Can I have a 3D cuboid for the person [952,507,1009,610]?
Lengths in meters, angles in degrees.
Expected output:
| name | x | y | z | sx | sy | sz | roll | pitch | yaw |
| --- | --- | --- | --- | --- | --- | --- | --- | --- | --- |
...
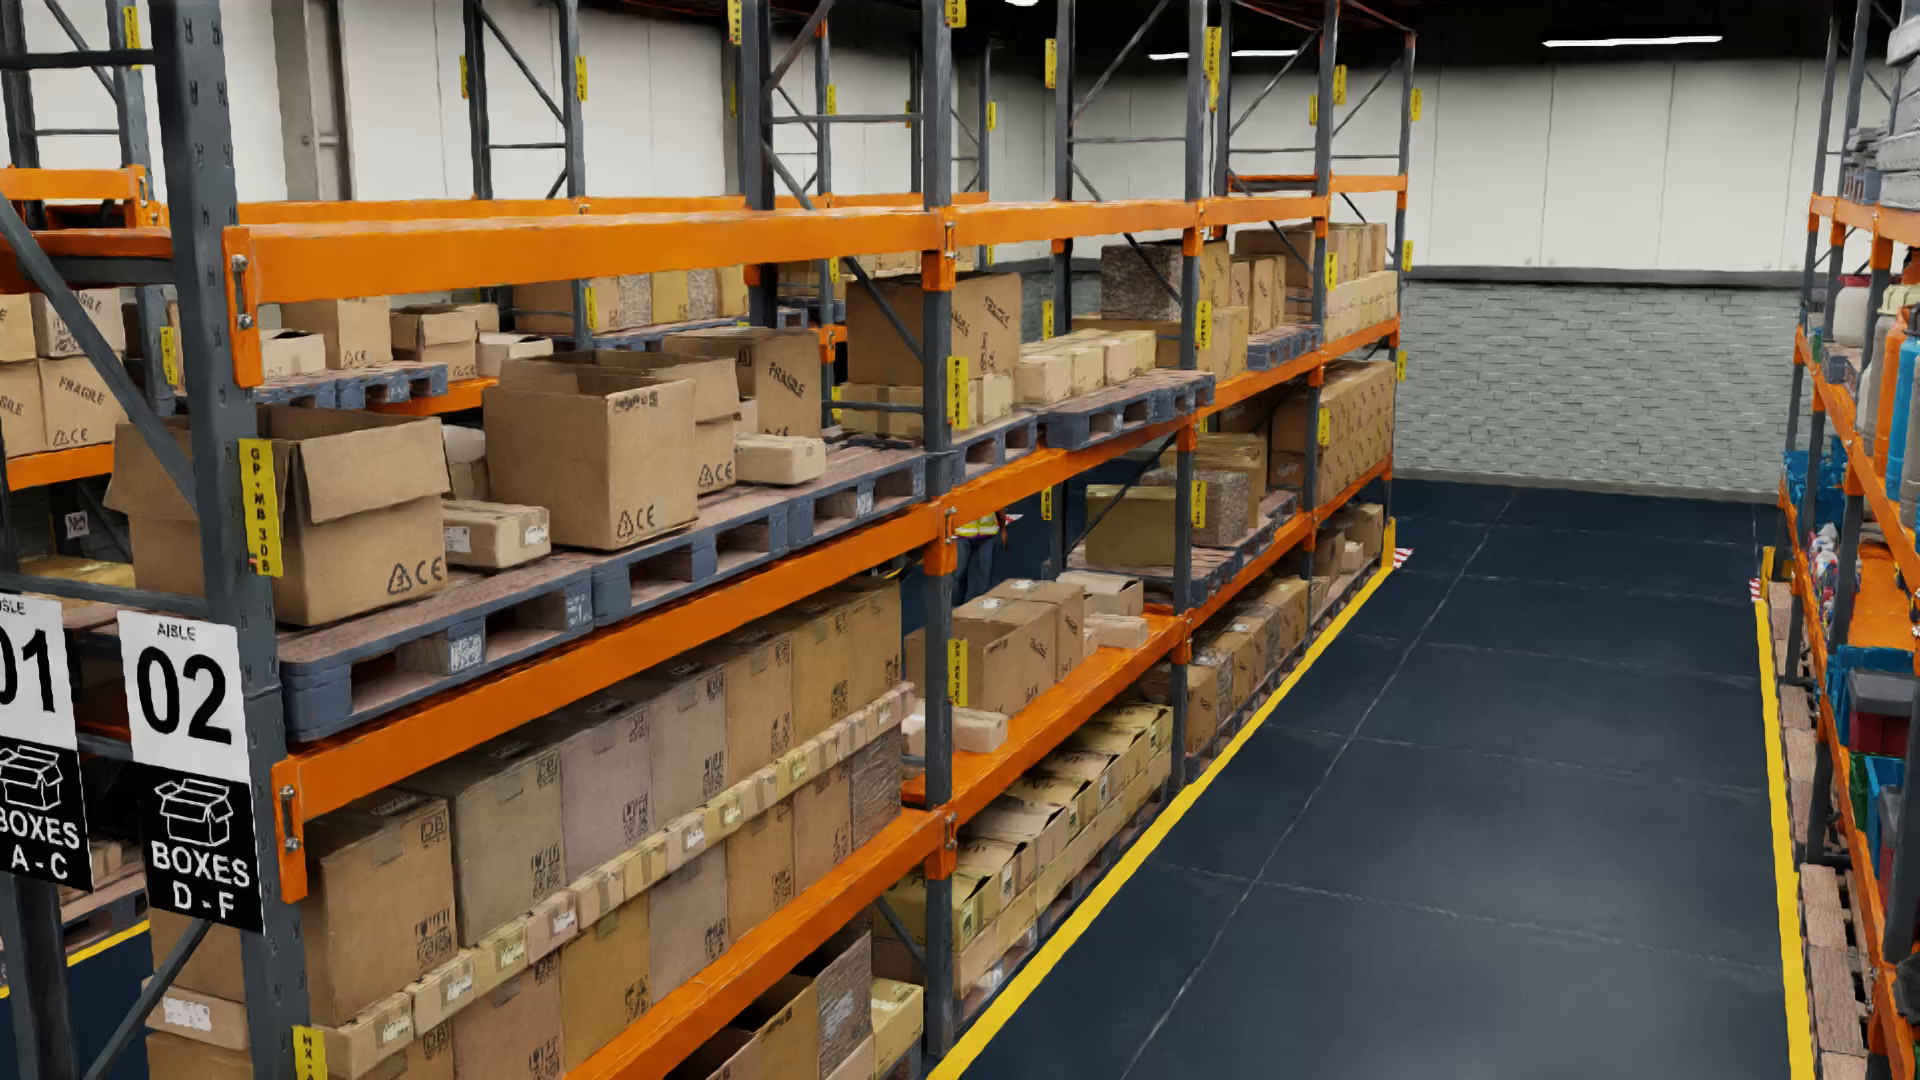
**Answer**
| name | x | y | z | sx | sy | sz | roll | pitch | yaw |
| --- | --- | --- | --- | --- | --- | --- | --- | --- | --- |
| person | 0.133 | -0.049 | 16.101 | 0.688 | 1.768 | 0.453 | -3 | 12 | -11 |
